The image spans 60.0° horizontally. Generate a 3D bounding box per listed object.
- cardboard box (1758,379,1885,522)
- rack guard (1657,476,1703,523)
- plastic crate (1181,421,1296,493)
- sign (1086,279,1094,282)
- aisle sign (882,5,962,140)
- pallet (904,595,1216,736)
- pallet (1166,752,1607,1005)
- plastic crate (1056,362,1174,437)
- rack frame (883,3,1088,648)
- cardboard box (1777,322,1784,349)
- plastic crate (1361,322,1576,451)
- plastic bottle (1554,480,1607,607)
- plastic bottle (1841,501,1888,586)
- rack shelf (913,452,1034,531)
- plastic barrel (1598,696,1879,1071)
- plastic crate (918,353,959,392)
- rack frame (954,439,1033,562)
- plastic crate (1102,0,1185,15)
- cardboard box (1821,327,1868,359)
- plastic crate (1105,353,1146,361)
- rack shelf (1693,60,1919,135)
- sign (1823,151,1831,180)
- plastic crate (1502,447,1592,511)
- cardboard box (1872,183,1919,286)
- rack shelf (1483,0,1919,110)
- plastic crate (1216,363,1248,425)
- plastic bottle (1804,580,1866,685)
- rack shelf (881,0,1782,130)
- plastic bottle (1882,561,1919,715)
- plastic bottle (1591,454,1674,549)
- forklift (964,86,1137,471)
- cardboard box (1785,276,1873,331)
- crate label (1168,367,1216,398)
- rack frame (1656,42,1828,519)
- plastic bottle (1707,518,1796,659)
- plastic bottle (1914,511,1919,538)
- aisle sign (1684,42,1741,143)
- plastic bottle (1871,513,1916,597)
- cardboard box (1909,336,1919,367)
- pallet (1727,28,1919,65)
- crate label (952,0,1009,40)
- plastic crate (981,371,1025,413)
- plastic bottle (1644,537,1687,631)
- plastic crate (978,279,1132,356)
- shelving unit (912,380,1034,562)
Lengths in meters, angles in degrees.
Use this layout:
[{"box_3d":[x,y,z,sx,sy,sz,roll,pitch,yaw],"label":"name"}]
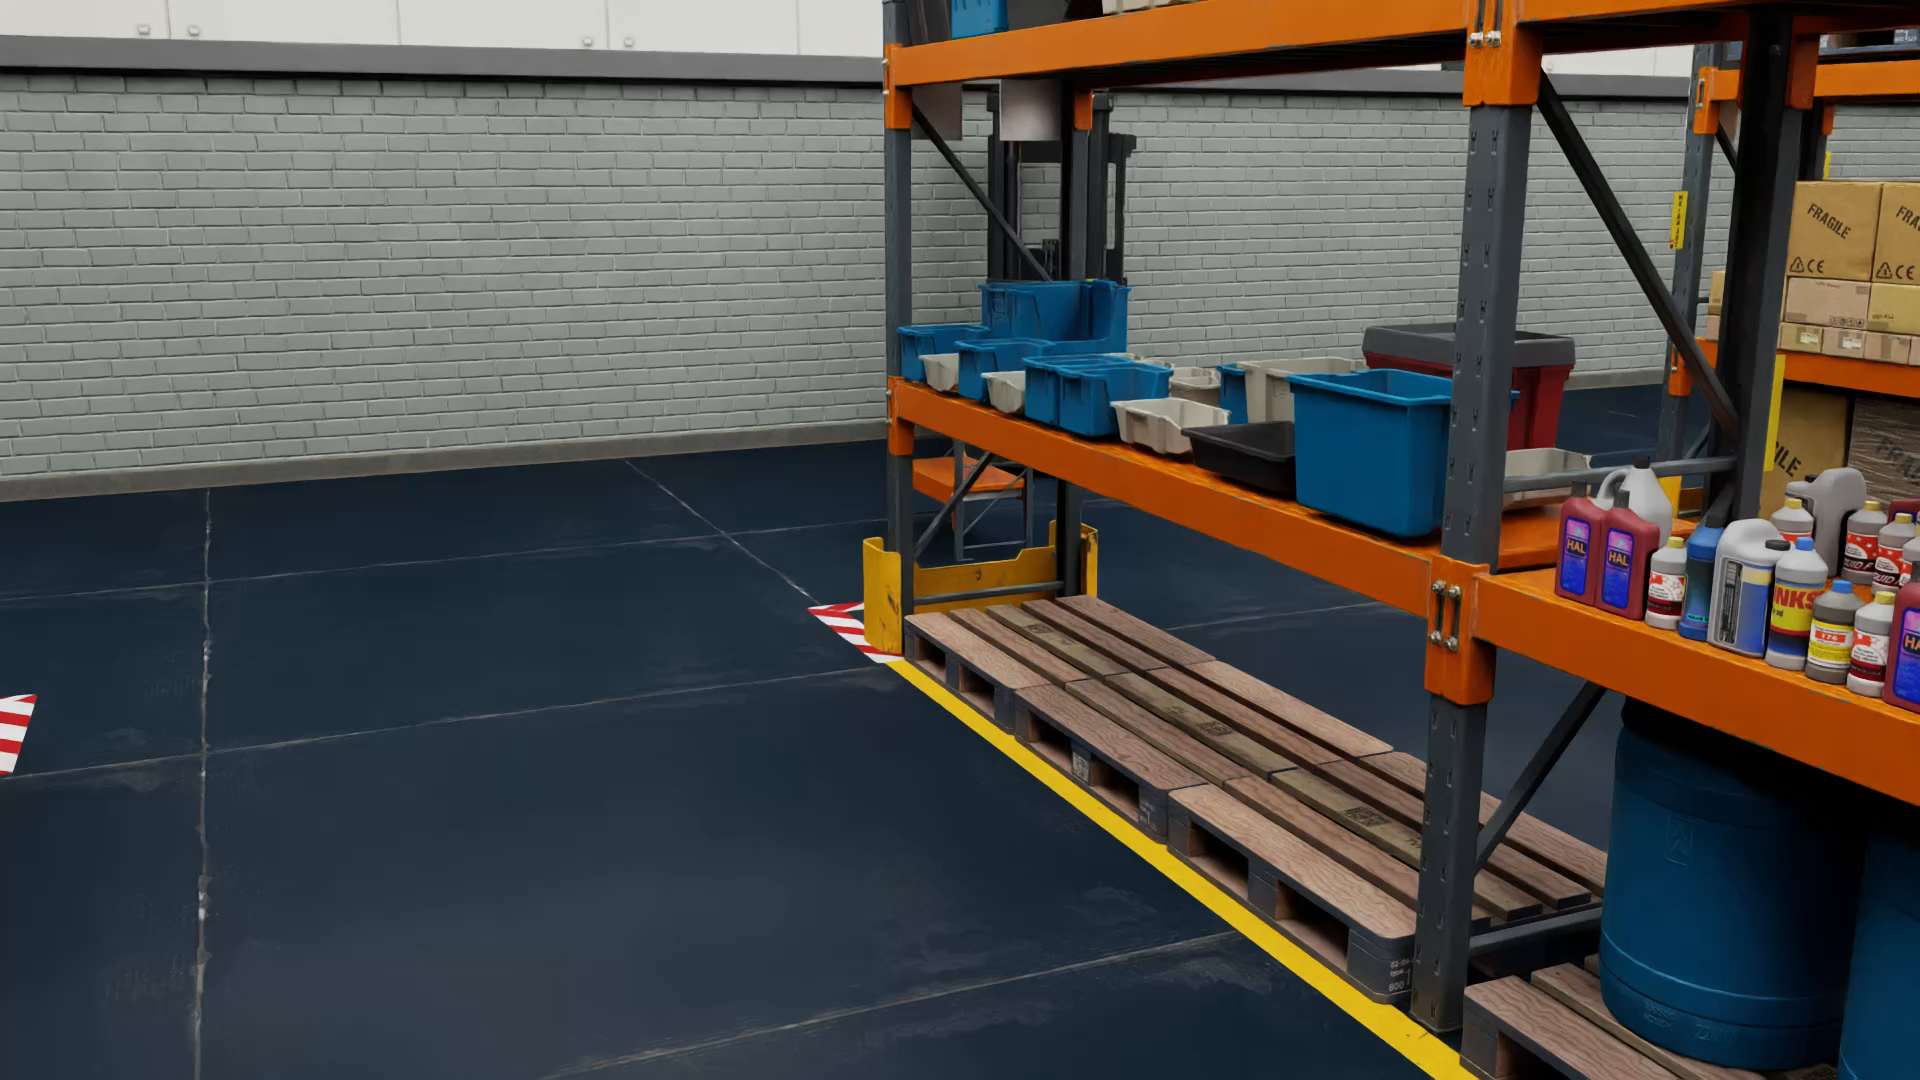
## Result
[{"box_3d":[4.998,-0.484,9.591,0.875,0.875,0.875,-6,14,-23],"label":"cardboard box"},{"box_3d":[4.659,-0.227,10.242,1.175,0.500,0.348,-6,14,-23],"label":"rack guard"},{"box_3d":[1.038,-0.268,5.354,0.437,0.125,0.590,-6,14,-23],"label":"plastic crate"},{"box_3d":[0.628,-1.125,8.217,0.100,0.325,0.005,-6,14,-23],"label":"sign"},{"box_3d":[-0.171,-2.247,7.661,0.394,0.787,0.004,-6,14,-23],"label":"aisle sign"},{"box_3d":[0.425,0.540,7.569,1.003,0.211,1.213,-6,14,-23],"label":"pallet"},{"box_3d":[1.403,1.044,5.391,1.003,0.211,1.213,-6,14,-23],"label":"pallet"},{"box_3d":[0.575,-0.525,6.226,0.416,0.233,0.300,-6,14,-23],"label":"plastic crate"},{"box_3d":[0.130,-0.993,8.006,1.000,3.000,0.127,-6,14,-23],"label":"rack frame"},{"box_3d":[4.612,-1.162,9.293,0.380,0.149,0.250,-6,14,-24],"label":"cardboard box"},{"box_3d":[1.605,-0.434,5.316,0.402,0.464,0.583,-6,14,-23],"label":"plastic crate"},{"box_3d":[1.489,0.005,3.955,0.061,0.283,0.133,-6,14,-23],"label":"plastic bottle"},{"box_3d":[2.258,0.004,4.139,0.097,0.201,0.097,0,13,0],"label":"plastic bottle"},{"box_3d":[-0.003,-0.311,10.304,0.538,0.278,1.000,-6,14,-23],"label":"rack shelf"},{"box_3d":[1.935,0.765,4.132,0.600,0.901,0.708,-6,14,-23],"label":"plastic barrel"},{"box_3d":[-0.020,-0.739,7.362,0.250,0.136,0.298,-6,14,-23],"label":"plastic crate"},{"box_3d":[0.201,-0.444,9.795,0.500,1.125,0.032,-6,14,-23],"label":"rack frame"},{"box_3d":[0.735,-1.910,5.582,0.437,0.282,0.530,-6,14,-23],"label":"plastic crate"},{"box_3d":[4.821,-1.055,8.832,0.380,0.149,0.250,-6,14,-24],"label":"cardboard box"},{"box_3d":[0.623,-0.741,7.372,0.396,0.136,0.243,-6,14,-23],"label":"plastic crate"},{"box_3d":[5.470,-2.138,7.897,1.077,0.370,4.000,-6,14,-23],"label":"rack shelf"},{"box_3d":[5.171,-2.166,9.981,0.100,0.325,0.005,-6,14,-23],"label":"sign"},{"box_3d":[1.677,-0.176,4.930,0.396,0.136,0.243,-6,14,-23],"label":"plastic crate"},{"box_3d":[5.027,-1.544,8.398,0.500,0.500,0.500,-6,14,-24],"label":"cardboard box"},{"box_3d":[2.534,-0.864,2.393,1.077,0.370,4.000,-6,14,-23],"label":"rack shelf"},{"box_3d":[1.188,-0.539,6.285,0.416,0.233,0.300,-6,14,-23],"label":"plastic crate"},{"box_3d":[1.776,0.183,3.368,0.097,0.201,0.097,0,13,0],"label":"plastic bottle"},{"box_3d":[0.932,-1.690,5.964,1.077,0.370,4.000,-6,14,-23],"label":"rack shelf"},{"box_3d":[1.844,0.188,3.162,0.061,0.283,0.133,-6,14,-23],"label":"plastic bottle"},{"box_3d":[1.593,-0.032,3.964,0.144,0.351,0.185,-6,14,-23],"label":"plastic bottle"},{"box_3d":[0.814,-2.226,13.486,1.130,2.935,3.031,3,13,13],"label":"forklift"},{"box_3d":[4.828,-1.281,8.927,0.500,0.250,0.500,-6,14,-24],"label":"cardboard box"},{"box_3d":[0.860,-0.625,6.868,0.396,0.136,0.243,-6,14,-23],"label":"crate label"},{"box_3d":[4.669,-1.440,9.939,1.000,3.000,0.127,-6,14,-23],"label":"rack frame"},{"box_3d":[1.716,0.100,3.561,0.152,0.276,0.135,-6,14,-23],"label":"plastic bottle"},{"box_3d":[2.333,0.022,3.898,0.152,0.276,0.135,-6,14,-23],"label":"plastic bottle"},{"box_3d":[4.365,-2.694,9.593,0.394,0.787,0.004,-6,14,-23],"label":"aisle sign"},{"box_3d":[2.256,0.037,3.997,0.097,0.201,0.097,0,13,0],"label":"plastic bottle"},{"box_3d":[5.026,-0.949,8.375,0.380,0.149,0.250,-6,14,-24],"label":"cardboard box"},{"box_3d":[4.975,-2.706,8.953,1.003,0.211,1.213,-6,14,-23],"label":"pallet"},{"box_3d":[0.204,-2.162,6.735,0.408,0.251,0.502,-6,14,-23],"label":"crate label"},{"box_3d":[0.252,-0.599,6.756,0.250,0.136,0.298,-6,14,-23],"label":"plastic crate"},{"box_3d":[1.605,0.095,3.749,0.097,0.201,0.097,0,13,0],"label":"plastic bottle"},{"box_3d":[0.436,-0.987,7.769,0.616,0.435,0.499,-6,14,-23],"label":"plastic crate"},{"box_3d":[-0.003,-0.549,10.249,0.538,1.125,1.048,-6,14,-23],"label":"shelving unit"}]
